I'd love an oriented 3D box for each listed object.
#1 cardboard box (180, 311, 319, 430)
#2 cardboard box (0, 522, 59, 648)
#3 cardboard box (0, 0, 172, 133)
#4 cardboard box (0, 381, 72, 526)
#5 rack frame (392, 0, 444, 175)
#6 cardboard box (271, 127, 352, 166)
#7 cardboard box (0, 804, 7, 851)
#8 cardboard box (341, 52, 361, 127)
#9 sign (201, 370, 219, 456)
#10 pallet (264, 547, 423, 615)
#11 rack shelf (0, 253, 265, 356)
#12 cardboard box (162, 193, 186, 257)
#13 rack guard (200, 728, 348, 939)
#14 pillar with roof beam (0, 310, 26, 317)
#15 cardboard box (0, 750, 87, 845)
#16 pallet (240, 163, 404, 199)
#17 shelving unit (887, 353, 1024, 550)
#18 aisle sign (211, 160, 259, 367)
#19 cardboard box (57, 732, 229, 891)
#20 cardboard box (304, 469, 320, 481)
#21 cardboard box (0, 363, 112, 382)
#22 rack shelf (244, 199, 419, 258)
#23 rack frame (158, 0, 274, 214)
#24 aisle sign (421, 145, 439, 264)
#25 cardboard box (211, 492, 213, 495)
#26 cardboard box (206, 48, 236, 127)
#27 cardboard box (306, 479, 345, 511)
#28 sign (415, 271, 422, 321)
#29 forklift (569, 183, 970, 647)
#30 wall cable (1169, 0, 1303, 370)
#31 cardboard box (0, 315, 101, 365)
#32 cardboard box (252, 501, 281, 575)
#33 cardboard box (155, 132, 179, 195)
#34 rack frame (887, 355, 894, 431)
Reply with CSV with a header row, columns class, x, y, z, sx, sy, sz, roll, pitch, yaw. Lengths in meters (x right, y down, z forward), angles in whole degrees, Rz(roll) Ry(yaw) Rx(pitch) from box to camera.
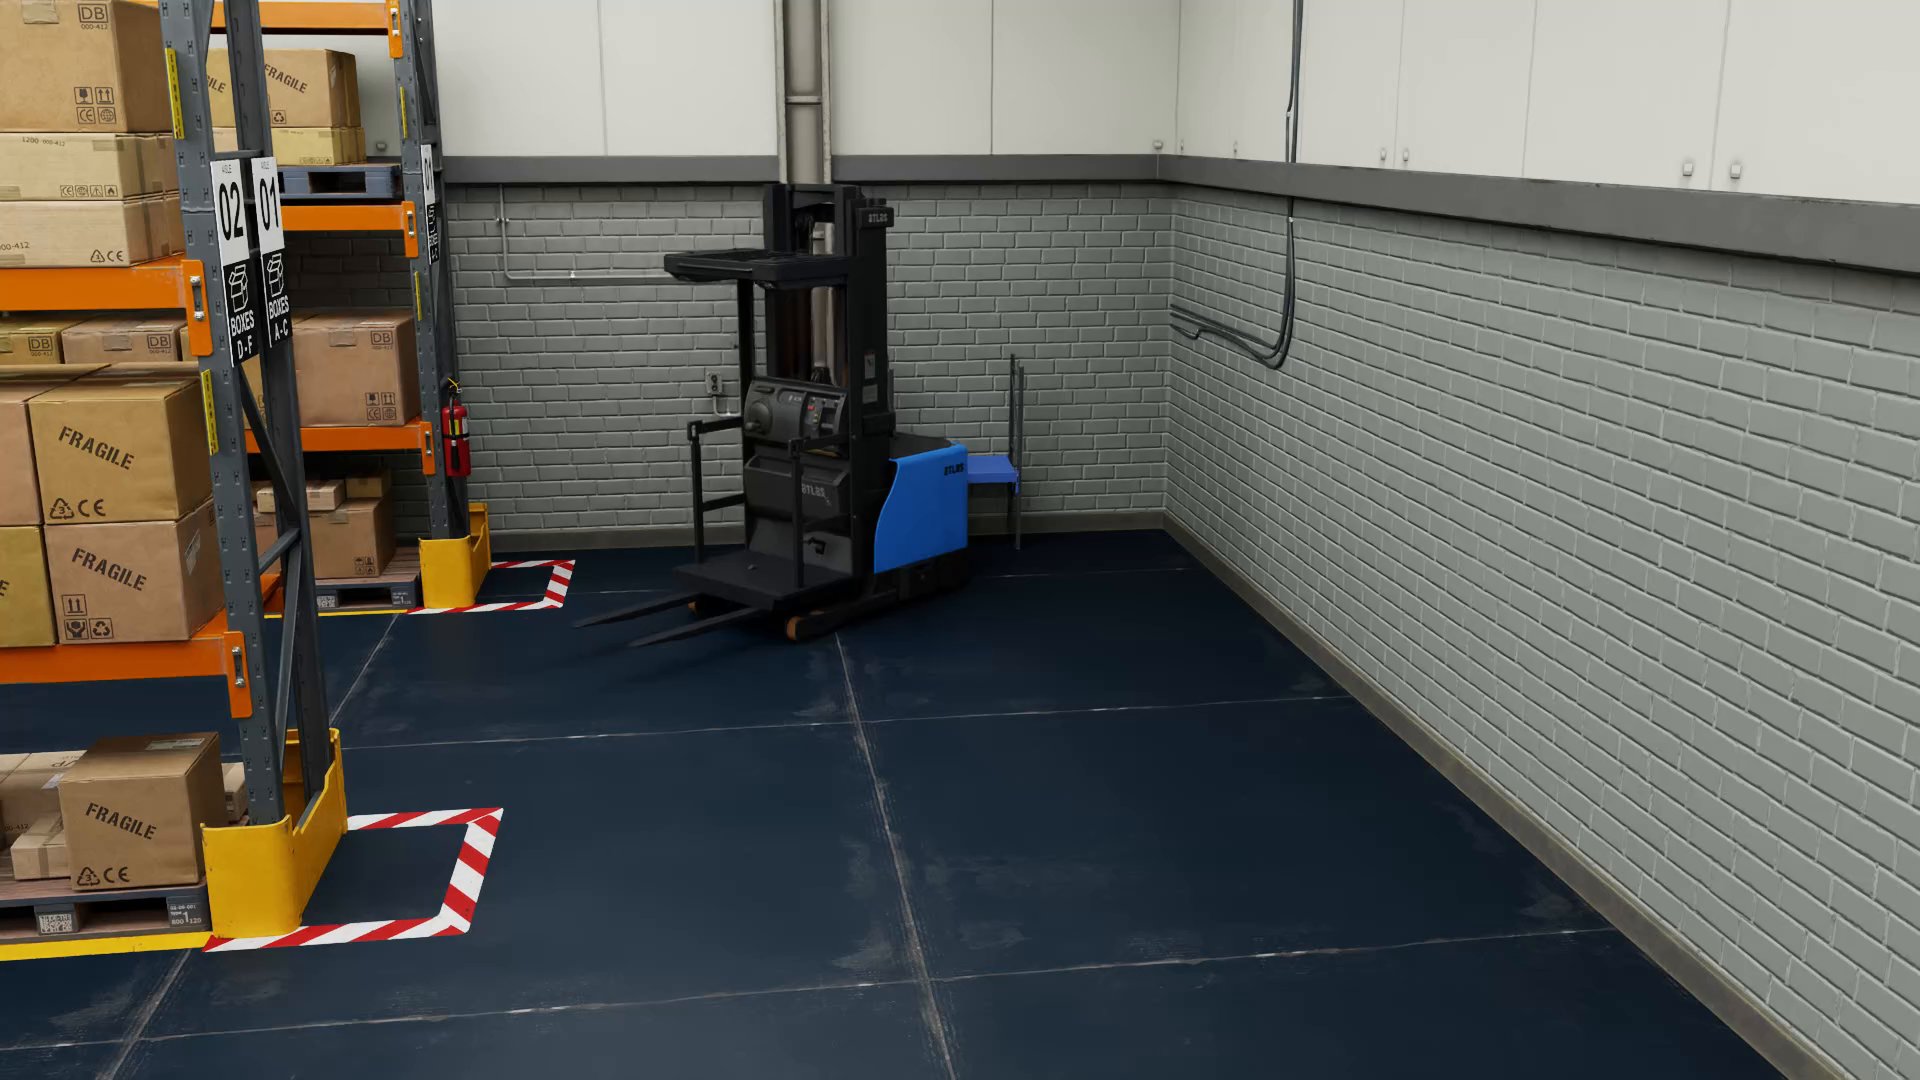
class,x,y,z,sx,sy,sz,roll,pitch,yaw
cardboard box,-4.964,-1.206,11.747,0.700,0.700,0.980,-2,14,-9
cardboard box,-3.916,0.134,6.815,0.500,0.500,0.500,-2,14,-8
cardboard box,-3.507,-1.885,6.643,0.500,0.500,0.700,-2,14,-8
cardboard box,-3.900,-0.351,6.696,0.500,0.500,0.500,-2,14,-7
rack frame,-3.743,-4.020,11.252,0.127,3.000,1.000,-2,14,-8
cardboard box,-4.428,-2.654,11.212,0.500,0.250,0.500,-2,14,-7
cardboard box,-4.446,1.308,7.089,0.500,0.250,0.500,-2,14,-8
cardboard box,-4.501,-3.140,11.607,0.500,0.500,0.500,-3,14,-10
sign,-2.938,-0.499,6.517,0.005,0.325,0.100,-2,14,-8
pallet,-4.522,0.290,12.131,1.213,0.211,1.003,-2,14,-8
rack shelf,-4.979,-0.952,6.665,4.000,0.370,1.077,-2,14,-8
cardboard box,-3.547,-1.343,7.054,0.500,0.250,0.500,-2,14,-8
rack guard,-3.076,1.296,7.524,0.348,0.500,1.175,-2,14,-8
pillar with roof beam,-6.494,-3.073,7.476,0.400,9.000,9.100,-2,14,-8
cardboard box,-4.076,1.171,7.634,0.500,0.250,0.500,-2,14,-8
pallet,-4.475,-2.493,11.511,1.213,0.211,1.003,-2,14,-8
shelving unit,-0.060,-0.697,13.337,1.048,1.500,0.538,-2,19,-7
aisle sign,-2.888,-1.108,6.631,0.004,0.787,0.394,-2,14,-8
cardboard box,-3.502,1.159,7.167,0.500,0.500,0.500,-2,14,-8
cardboard box,-4.827,-0.401,12.095,0.250,0.149,0.380,-2,14,-8
cardboard box,-3.995,-0.479,7.204,0.500,0.500,0.500,-2,14,-8
rack shelf,-5.721,-2.144,11.416,4.000,0.370,1.077,-2,14,-8
rack frame,-3.001,-2.829,6.502,0.127,3.000,1.000,-2,14,-8
aisle sign,-3.627,-2.302,11.389,0.004,0.787,0.394,-2,14,-8
cardboard box,-3.479,-0.015,7.408,0.500,0.500,0.500,-2,14,-7
cardboard box,-4.923,-3.001,11.052,0.500,0.500,0.500,-2,14,-7
cardboard box,-4.520,-0.318,11.766,0.250,0.149,0.380,-2,14,-9
sign,-3.676,-1.656,11.290,0.005,0.325,0.100,-2,14,-8
forklift,-1.267,-0.885,11.224,1.130,2.935,3.031,12,18,39
wall cable,1.903,-2.633,12.105,0.112,2.526,3.097,-2,14,-8
cardboard box,-6.437,-1.152,11.531,0.700,0.700,0.980,-2,14,-10
cardboard box,-4.915,-0.034,11.966,0.500,0.500,0.700,-2,14,-8
cardboard box,-3.548,-1.587,6.999,0.500,0.250,0.500,-2,14,-8
rack frame,-0.565,-0.682,13.277,0.032,1.500,0.500,-2,19,-7
